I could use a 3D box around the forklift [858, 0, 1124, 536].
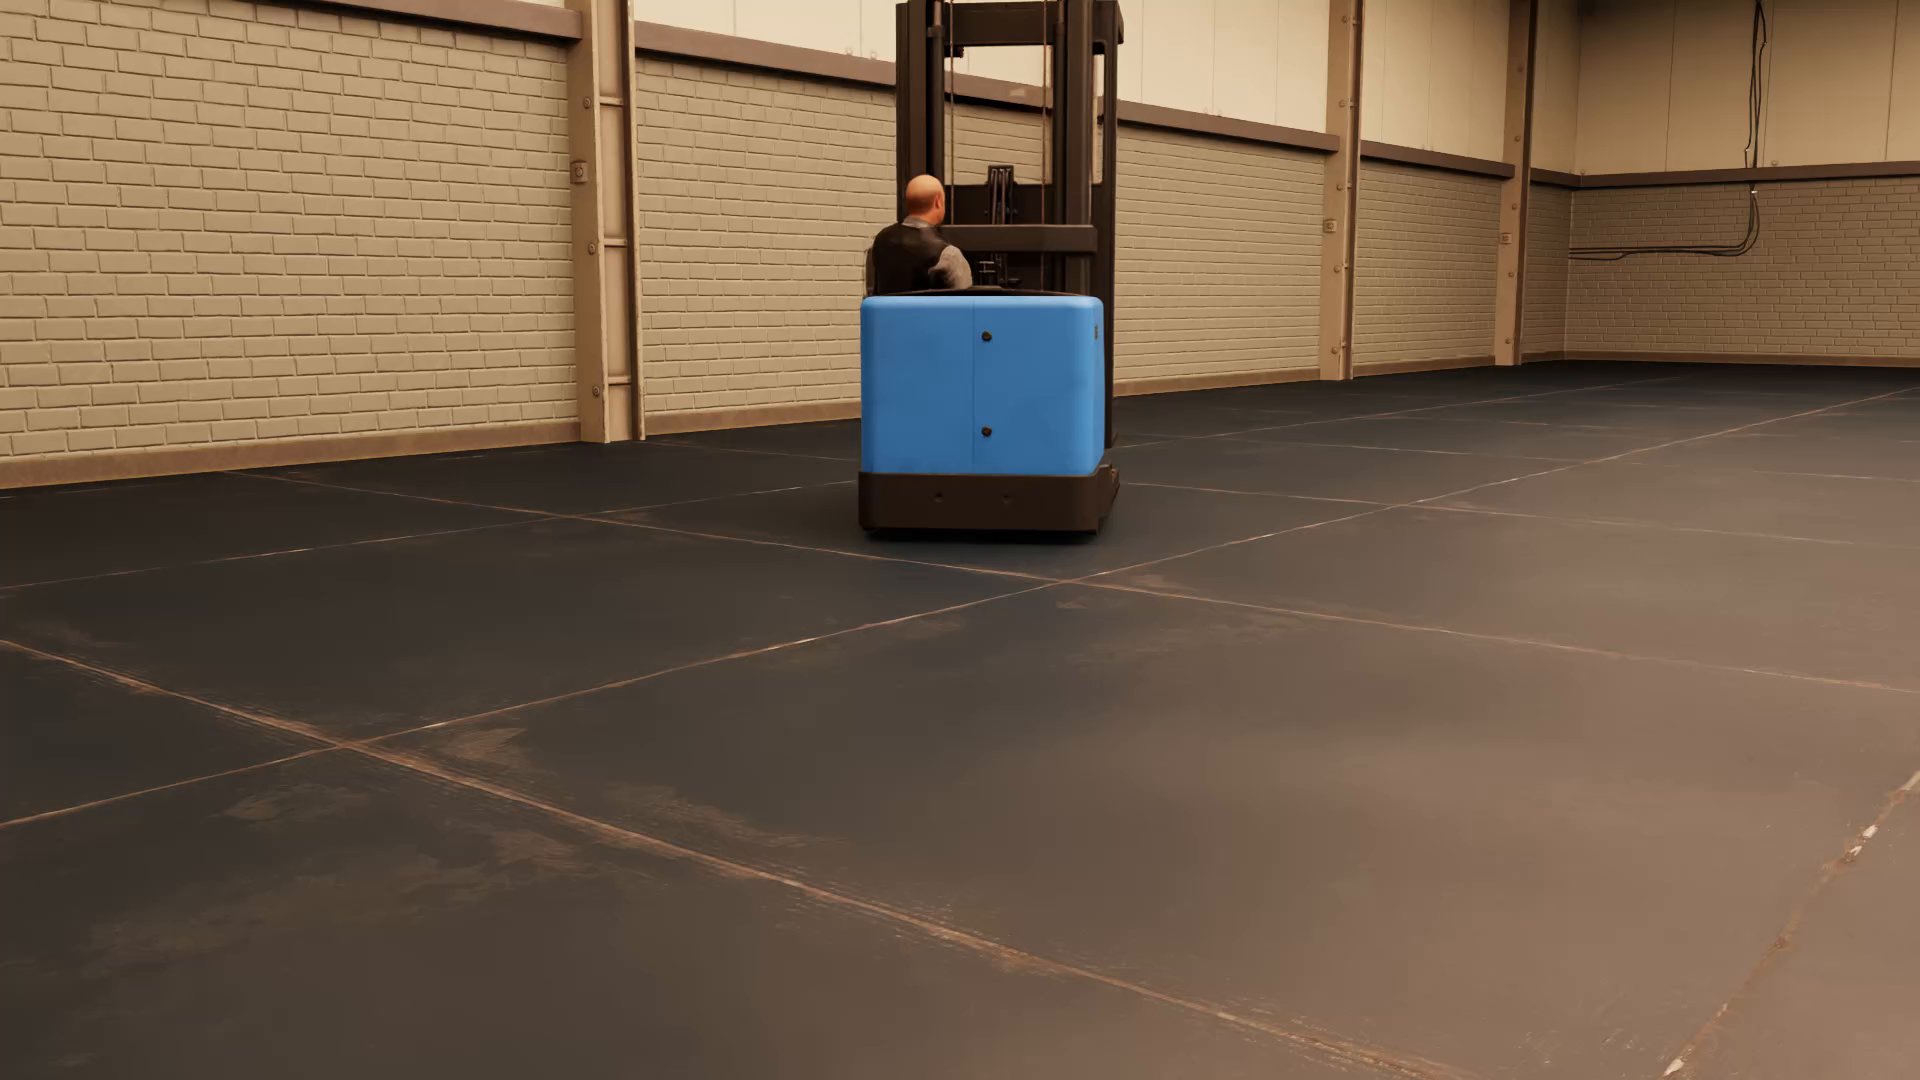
[{"bbox_3d":[0.262,-1.642,8.506,1.130,2.935,3.031,1,8,8],"label":"forklift"}]

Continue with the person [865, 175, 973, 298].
[{"bbox_3d":[-0.025,-0.957,8.012,0.729,1.556,0.760,-8,11,-43],"label":"person"}]
